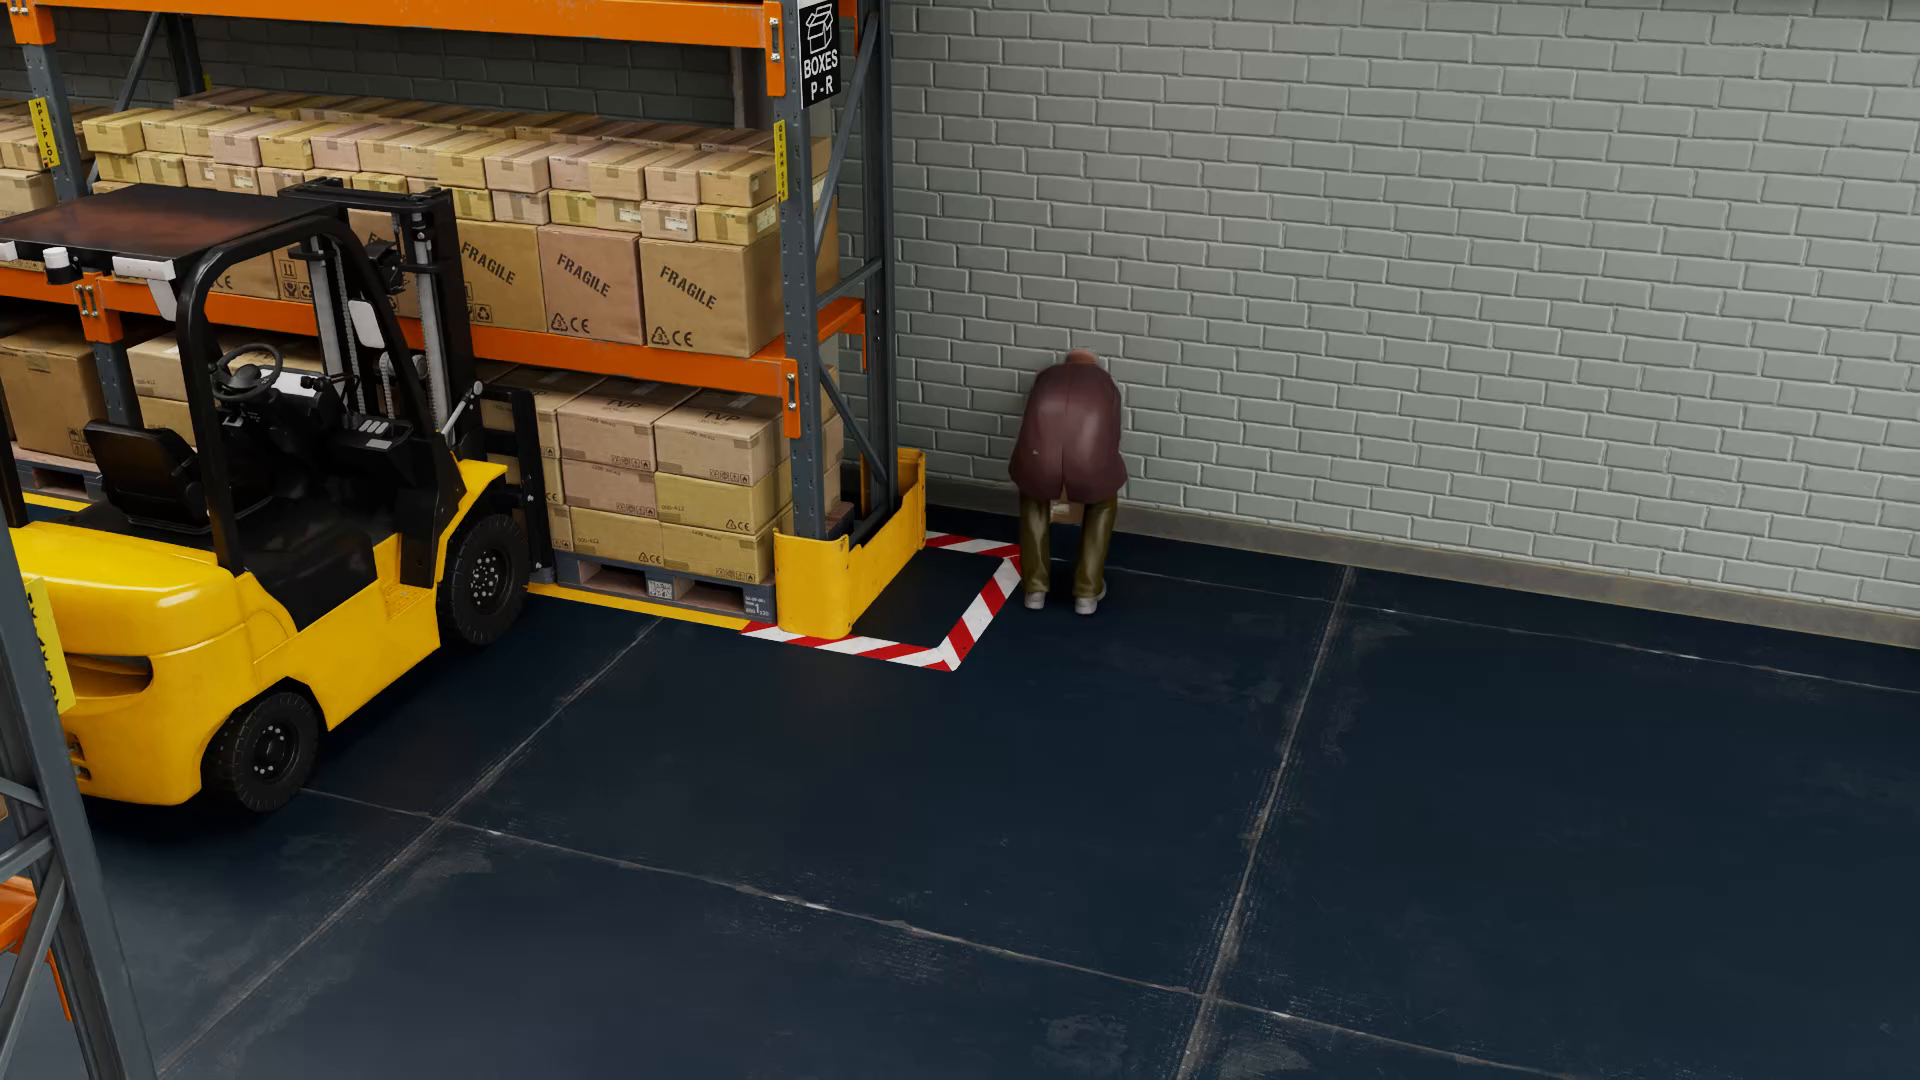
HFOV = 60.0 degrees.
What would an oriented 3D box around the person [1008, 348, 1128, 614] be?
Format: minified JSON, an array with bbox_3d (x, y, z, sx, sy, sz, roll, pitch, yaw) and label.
[{"bbox_3d":[0.541,-0.313,8.051,0.571,1.123,0.950,4,26,9],"label":"person"}]
